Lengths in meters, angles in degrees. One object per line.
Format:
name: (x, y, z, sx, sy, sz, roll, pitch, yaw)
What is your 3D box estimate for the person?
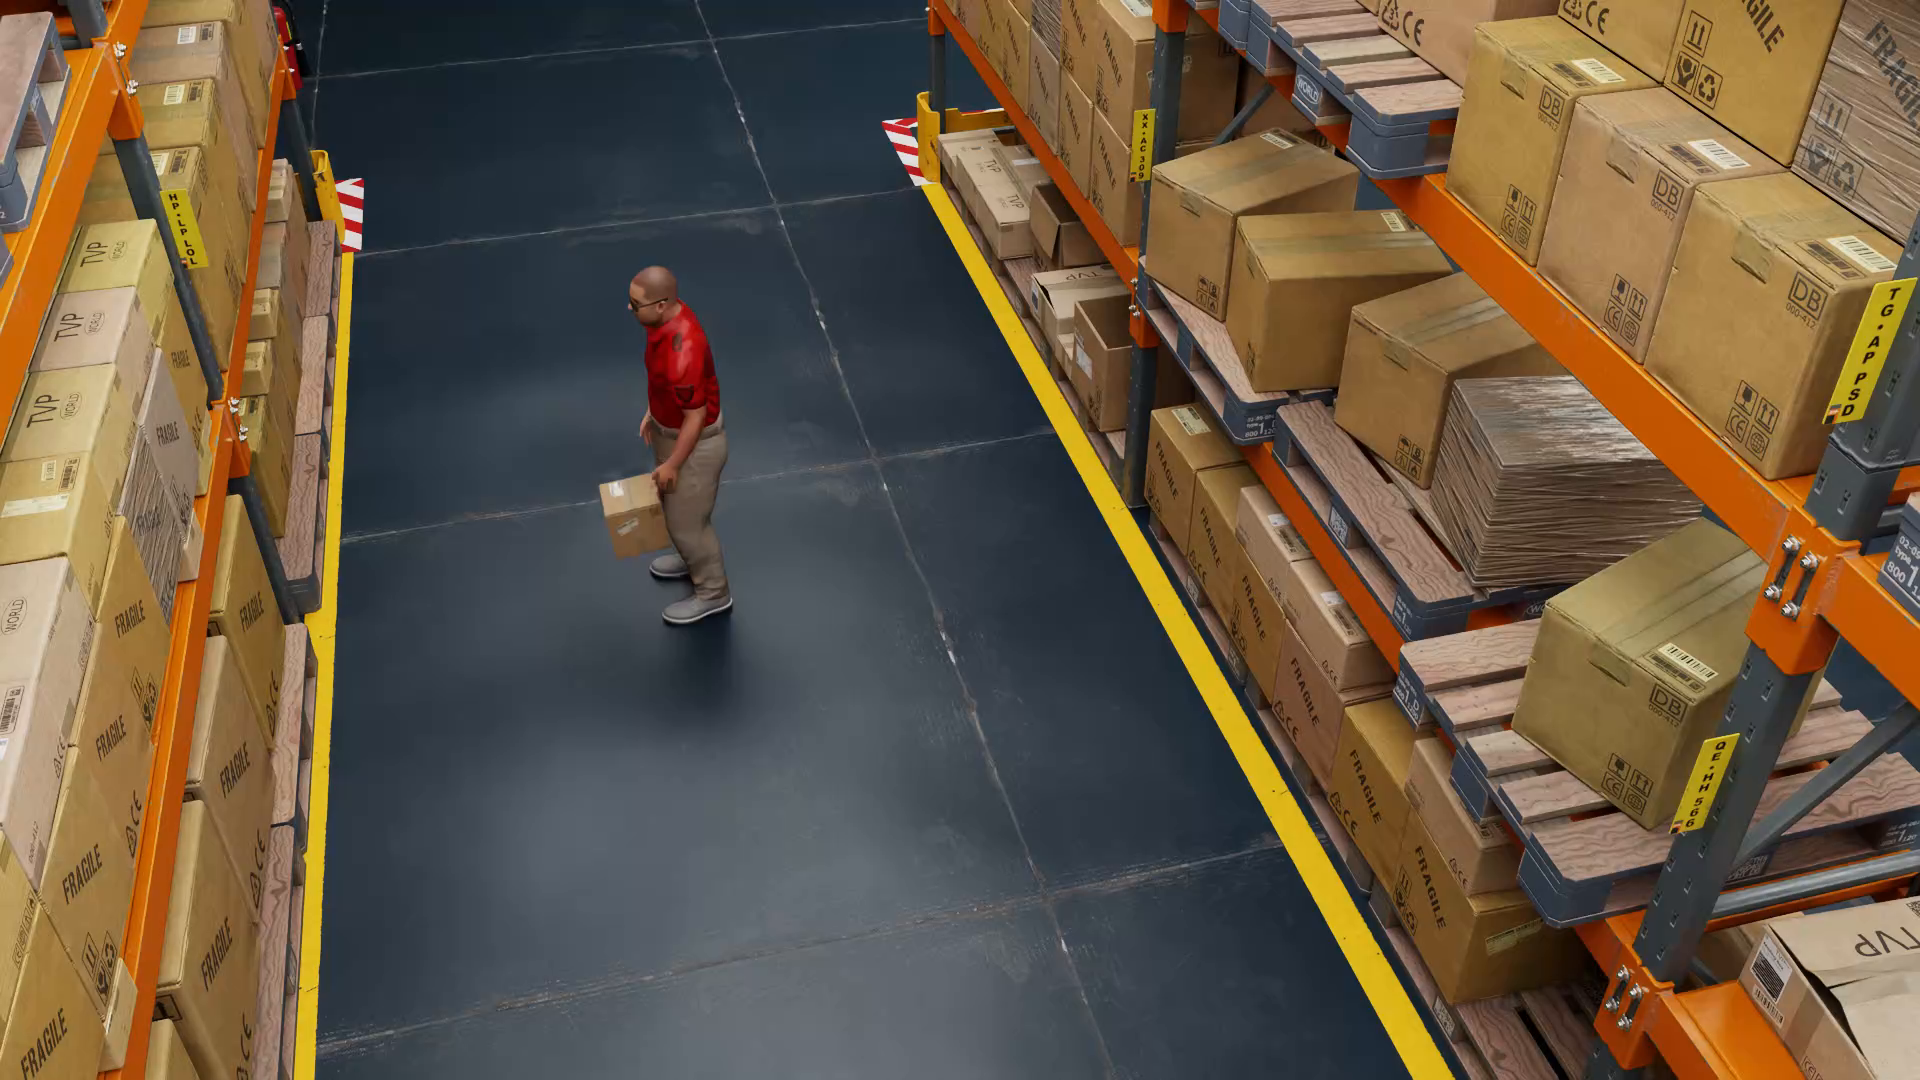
person: (-1.224, -0.430, 7.274, 0.392, 1.731, 0.561, -10, 39, -13)
